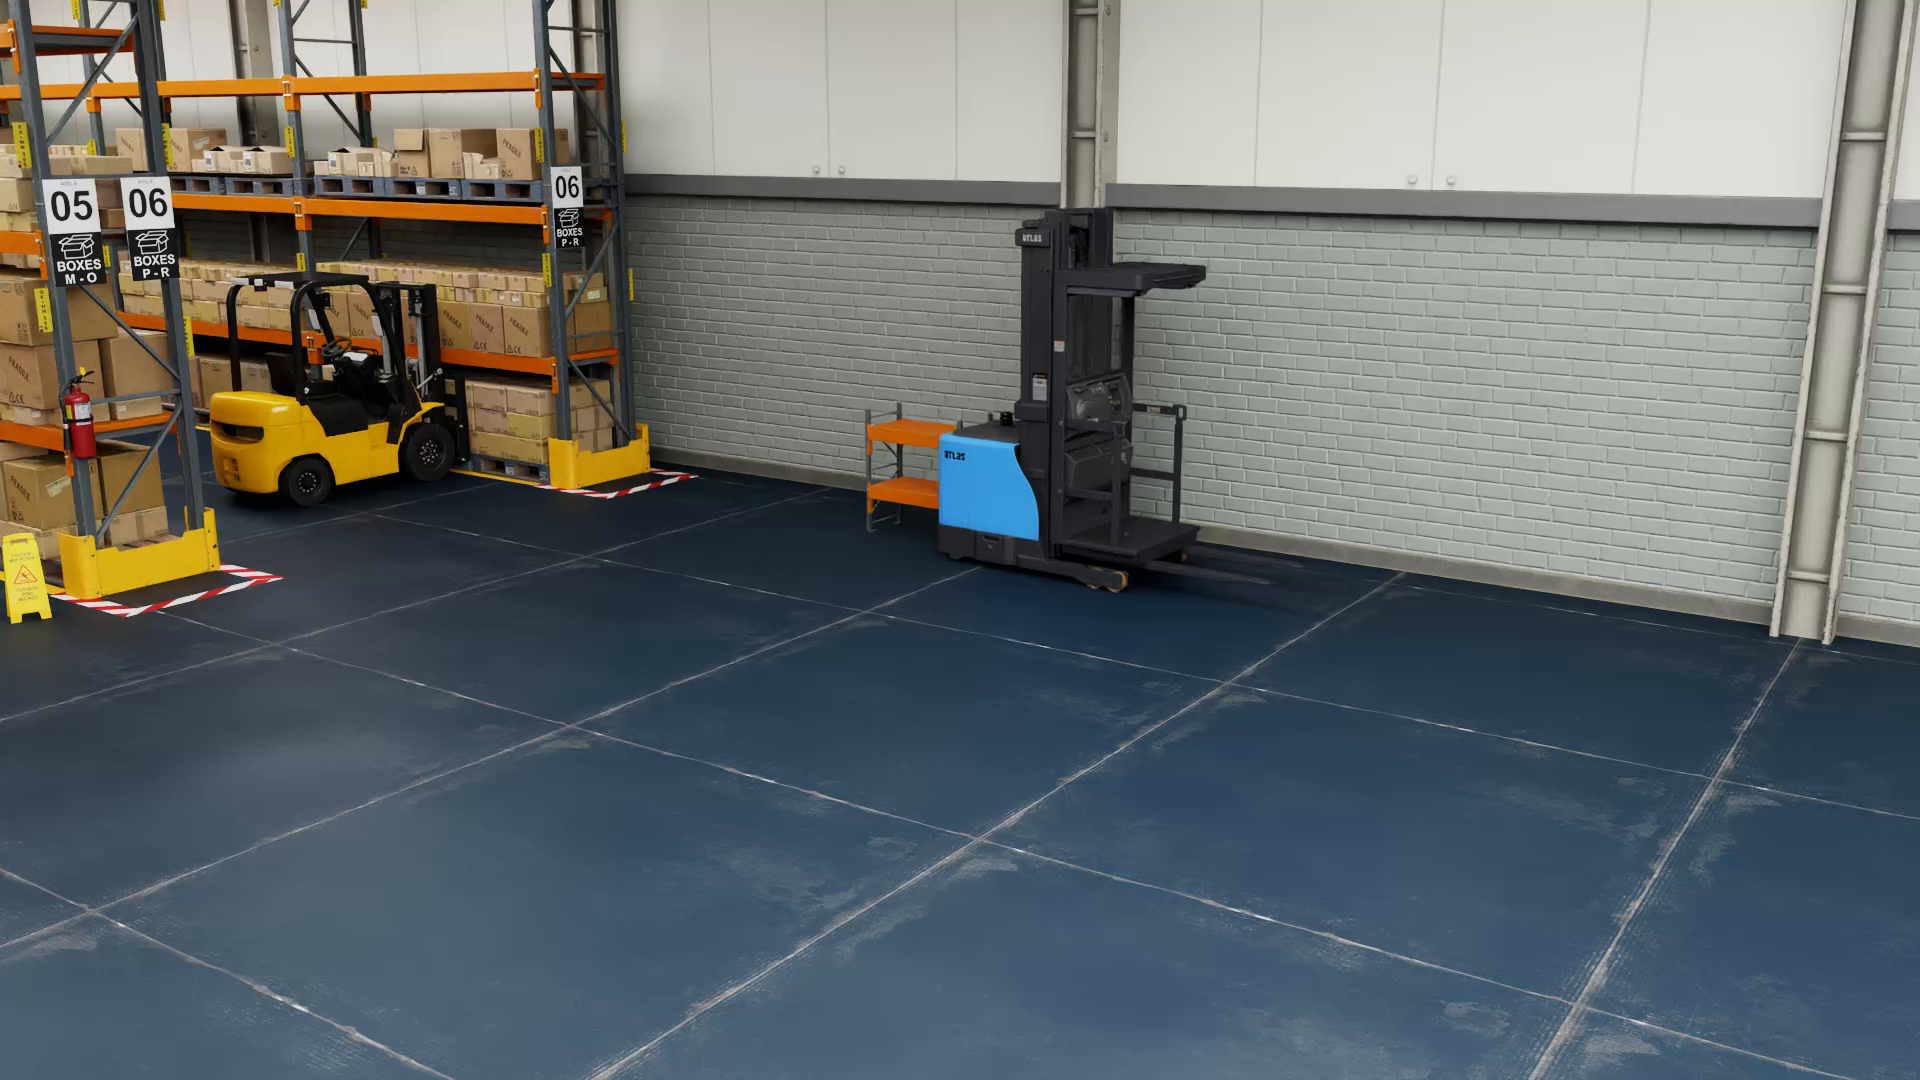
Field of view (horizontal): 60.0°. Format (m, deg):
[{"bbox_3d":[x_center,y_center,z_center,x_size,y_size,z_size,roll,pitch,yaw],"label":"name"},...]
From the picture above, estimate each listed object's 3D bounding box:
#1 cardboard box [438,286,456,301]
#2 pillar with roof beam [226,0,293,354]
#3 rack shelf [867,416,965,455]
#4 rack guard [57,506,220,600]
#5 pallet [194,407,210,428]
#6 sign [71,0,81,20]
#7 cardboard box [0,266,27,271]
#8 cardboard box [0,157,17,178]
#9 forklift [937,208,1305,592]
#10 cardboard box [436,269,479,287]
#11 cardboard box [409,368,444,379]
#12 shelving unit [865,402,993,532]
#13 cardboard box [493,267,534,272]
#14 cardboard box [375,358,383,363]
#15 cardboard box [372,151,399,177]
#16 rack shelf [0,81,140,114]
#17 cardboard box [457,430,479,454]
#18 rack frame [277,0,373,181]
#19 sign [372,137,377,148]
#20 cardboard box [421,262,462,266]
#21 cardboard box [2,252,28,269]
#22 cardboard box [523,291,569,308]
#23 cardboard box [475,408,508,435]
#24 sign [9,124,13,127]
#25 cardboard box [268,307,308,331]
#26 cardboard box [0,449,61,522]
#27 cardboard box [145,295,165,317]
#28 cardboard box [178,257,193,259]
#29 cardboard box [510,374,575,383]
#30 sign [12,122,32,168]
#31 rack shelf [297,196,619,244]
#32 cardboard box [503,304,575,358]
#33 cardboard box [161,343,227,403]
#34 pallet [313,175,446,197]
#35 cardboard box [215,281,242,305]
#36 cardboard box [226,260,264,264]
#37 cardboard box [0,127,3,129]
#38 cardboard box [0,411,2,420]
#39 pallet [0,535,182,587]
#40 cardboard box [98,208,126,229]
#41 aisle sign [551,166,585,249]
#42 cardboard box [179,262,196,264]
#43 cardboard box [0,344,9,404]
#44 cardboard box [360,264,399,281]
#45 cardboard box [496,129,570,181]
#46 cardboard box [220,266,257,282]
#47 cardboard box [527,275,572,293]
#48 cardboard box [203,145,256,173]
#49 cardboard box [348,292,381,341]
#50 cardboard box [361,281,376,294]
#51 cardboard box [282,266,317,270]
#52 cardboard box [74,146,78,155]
[{"bbox_3d":[-5.300,-2.626,17.633,0.250,0.149,0.380,9,17,33],"label":"cardboard box"},{"bbox_3d":[-11.234,-5.237,17.251,0.400,9.000,9.100,9,17,33],"label":"pillar with roof beam"},{"bbox_3d":[-0.277,-0.880,14.819,1.000,0.278,0.538,10,17,35],"label":"rack shelf"},{"bbox_3d":[-6.608,0.088,13.427,0.348,0.500,1.175,9,17,33],"label":"rack guard"},{"bbox_3d":[-8.747,-1.543,20.616,1.213,0.211,1.003,9,17,33],"label":"pallet"},{"bbox_3d":[-10.711,-6.473,20.135,0.005,0.325,0.100,9,17,33],"label":"sign"},{"bbox_3d":[-7.987,-1.936,13.492,0.500,0.500,0.700,9,16,32],"label":"cardboard box"},{"bbox_3d":[-7.183,-2.865,12.775,0.250,0.149,0.380,10,17,34],"label":"cardboard box"},{"bbox_3d":[1.298,-1.154,13.384,3.031,2.935,1.130,10,17,35],"label":"forklift"},{"bbox_3d":[-5.308,-2.770,17.595,0.250,0.149,0.380,10,17,34],"label":"cardboard box"},{"bbox_3d":[-6.033,-1.734,18.352,0.500,0.250,0.500,10,17,35],"label":"cardboard box"},{"bbox_3d":[-0.277,-0.596,14.889,1.048,1.125,0.538,10,17,35],"label":"shelving unit"},{"bbox_3d":[-4.792,-2.842,17.883,0.250,0.149,0.380,10,17,35],"label":"cardboard box"},{"bbox_3d":[-6.581,-1.969,19.301,0.500,0.250,0.500,10,17,34],"label":"cardboard box"},{"bbox_3d":[-6.035,-4.025,17.797,0.258,0.266,0.396,9,16,31],"label":"cardboard box"},{"bbox_3d":[-12.076,-5.815,21.917,4.000,0.370,1.077,9,17,33],"label":"rack shelf"},{"bbox_3d":[-5.162,-1.112,17.921,0.500,0.250,0.500,9,17,33],"label":"cardboard box"},{"bbox_3d":[-7.097,-5.554,18.532,0.127,3.000,1.000,9,17,33],"label":"rack frame"},{"bbox_3d":[-6.789,-4.498,19.268,0.005,0.325,0.100,9,17,33],"label":"sign"},{"bbox_3d":[-5.805,-3.032,18.653,0.250,0.149,0.380,9,16,32],"label":"cardboard box"},{"bbox_3d":[-12.378,-3.683,22.376,0.500,0.500,0.700,9,17,33],"label":"cardboard box"},{"bbox_3d":[-4.222,-2.459,16.958,0.250,0.149,0.380,9,17,34],"label":"cardboard box"},{"bbox_3d":[-4.766,-1.289,17.598,0.500,0.250,0.500,9,17,32],"label":"cardboard box"},{"bbox_3d":[-13.428,-5.724,23.566,0.005,0.325,0.100,9,17,33],"label":"sign"},{"bbox_3d":[-7.661,-2.584,19.333,0.500,0.250,0.500,10,17,34],"label":"cardboard box"},{"bbox_3d":[-7.790,-0.473,13.779,0.500,0.500,0.500,10,17,35],"label":"cardboard box"},{"bbox_3d":[-9.770,-2.929,20.724,0.500,0.250,0.500,9,16,32],"label":"cardboard box"},{"bbox_3d":[-10.033,-3.538,21.316,0.250,0.149,0.380,10,17,35],"label":"cardboard box"},{"bbox_3d":[-4.488,-1.628,17.926,0.500,0.250,0.500,9,17,33],"label":"cardboard box"},{"bbox_3d":[-6.871,-2.893,12.182,0.005,0.325,0.100,9,17,33],"label":"sign"},{"bbox_3d":[-5.437,-3.480,17.895,4.000,0.370,1.077,9,17,33],"label":"rack shelf"},{"bbox_3d":[-4.333,-2.167,17.129,0.500,0.500,0.500,9,16,32],"label":"cardboard box"},{"bbox_3d":[-9.906,-2.143,21.305,0.625,0.625,0.875,10,17,35],"label":"cardboard box"},{"bbox_3d":[-6.375,-3.946,18.461,1.213,0.211,1.003,9,17,33],"label":"pallet"},{"bbox_3d":[-8.499,-2.964,19.825,0.500,0.250,0.500,10,17,34],"label":"cardboard box"},{"bbox_3d":[-8.903,-3.392,20.726,0.250,0.149,0.380,9,16,32],"label":"cardboard box"},{"bbox_3d":[-13.443,-5.619,22.998,0.258,0.266,0.396,9,16,32],"label":"cardboard box"},{"bbox_3d":[-7.678,-1.080,13.465,0.250,0.149,0.380,10,17,34],"label":"cardboard box"},{"bbox_3d":[-7.263,0.112,13.930,1.213,0.211,1.003,9,17,33],"label":"pallet"},{"bbox_3d":[-6.639,-2.558,13.196,0.250,0.149,0.380,9,17,33],"label":"cardboard box"},{"bbox_3d":[-3.887,-3.300,16.501,0.004,0.787,0.394,9,17,33],"label":"aisle sign"},{"bbox_3d":[-9.642,-3.343,20.526,0.250,0.149,0.380,9,17,33],"label":"cardboard box"},{"bbox_3d":[-7.562,-1.394,13.385,0.500,0.500,0.500,9,17,33],"label":"cardboard box"},{"bbox_3d":[-6.358,-2.943,18.293,0.250,0.149,0.380,10,17,34],"label":"cardboard box"},{"bbox_3d":[-4.281,-3.873,16.694,0.500,0.500,0.500,10,17,35],"label":"cardboard box"},{"bbox_3d":[-8.581,-3.172,19.837,0.250,0.149,0.380,9,17,33],"label":"cardboard box"},{"bbox_3d":[-4.193,-2.619,16.984,0.250,0.149,0.380,9,17,33],"label":"cardboard box"},{"bbox_3d":[-8.471,-4.458,19.452,0.500,0.311,0.500,9,16,31],"label":"cardboard box"},{"bbox_3d":[-6.433,-2.512,18.521,0.500,0.500,0.500,10,17,34],"label":"cardboard box"},{"bbox_3d":[-6.369,-2.798,18.327,0.250,0.149,0.380,10,17,34],"label":"cardboard box"},{"bbox_3d":[-7.893,-3.205,19.971,0.250,0.149,0.380,9,17,32],"label":"cardboard box"},{"bbox_3d":[-11.026,-4.943,21.169,0.250,0.149,0.380,9,16,31],"label":"cardboard box"}]
